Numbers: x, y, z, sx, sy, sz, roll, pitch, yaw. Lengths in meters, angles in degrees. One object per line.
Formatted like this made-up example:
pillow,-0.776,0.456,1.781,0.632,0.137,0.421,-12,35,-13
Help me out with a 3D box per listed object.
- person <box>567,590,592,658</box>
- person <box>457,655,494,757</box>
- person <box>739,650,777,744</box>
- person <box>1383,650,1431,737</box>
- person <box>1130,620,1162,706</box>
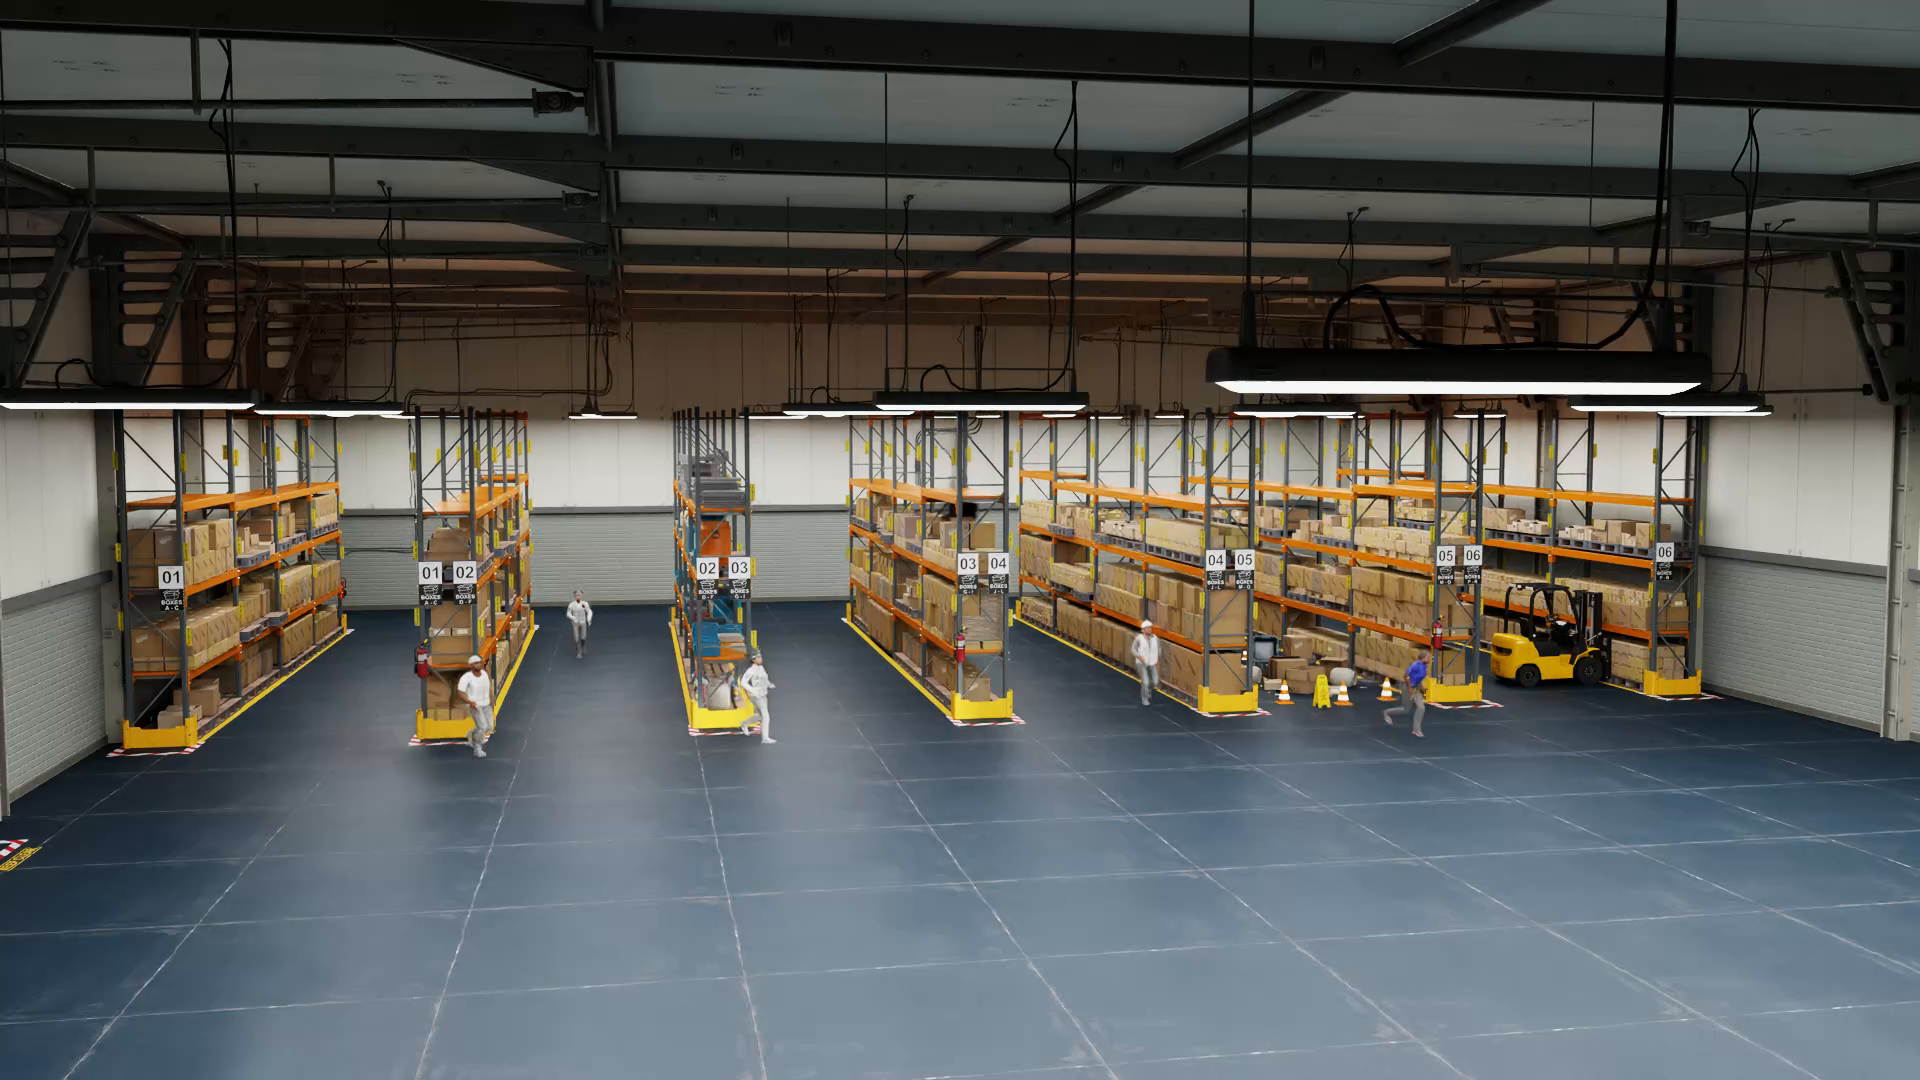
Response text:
person,-9.209,2.037,40.242,0.604,1.659,0.521,-1,4,-12
person,-8.300,2.804,28.540,0.544,1.666,0.696,2,5,31
person,-3.622,2.782,29.637,0.773,1.665,0.626,2,4,22
person,8.207,2.790,30.495,0.890,1.614,0.582,3,5,37
person,3.771,2.479,33.549,0.676,1.724,0.597,-1,4,-12
